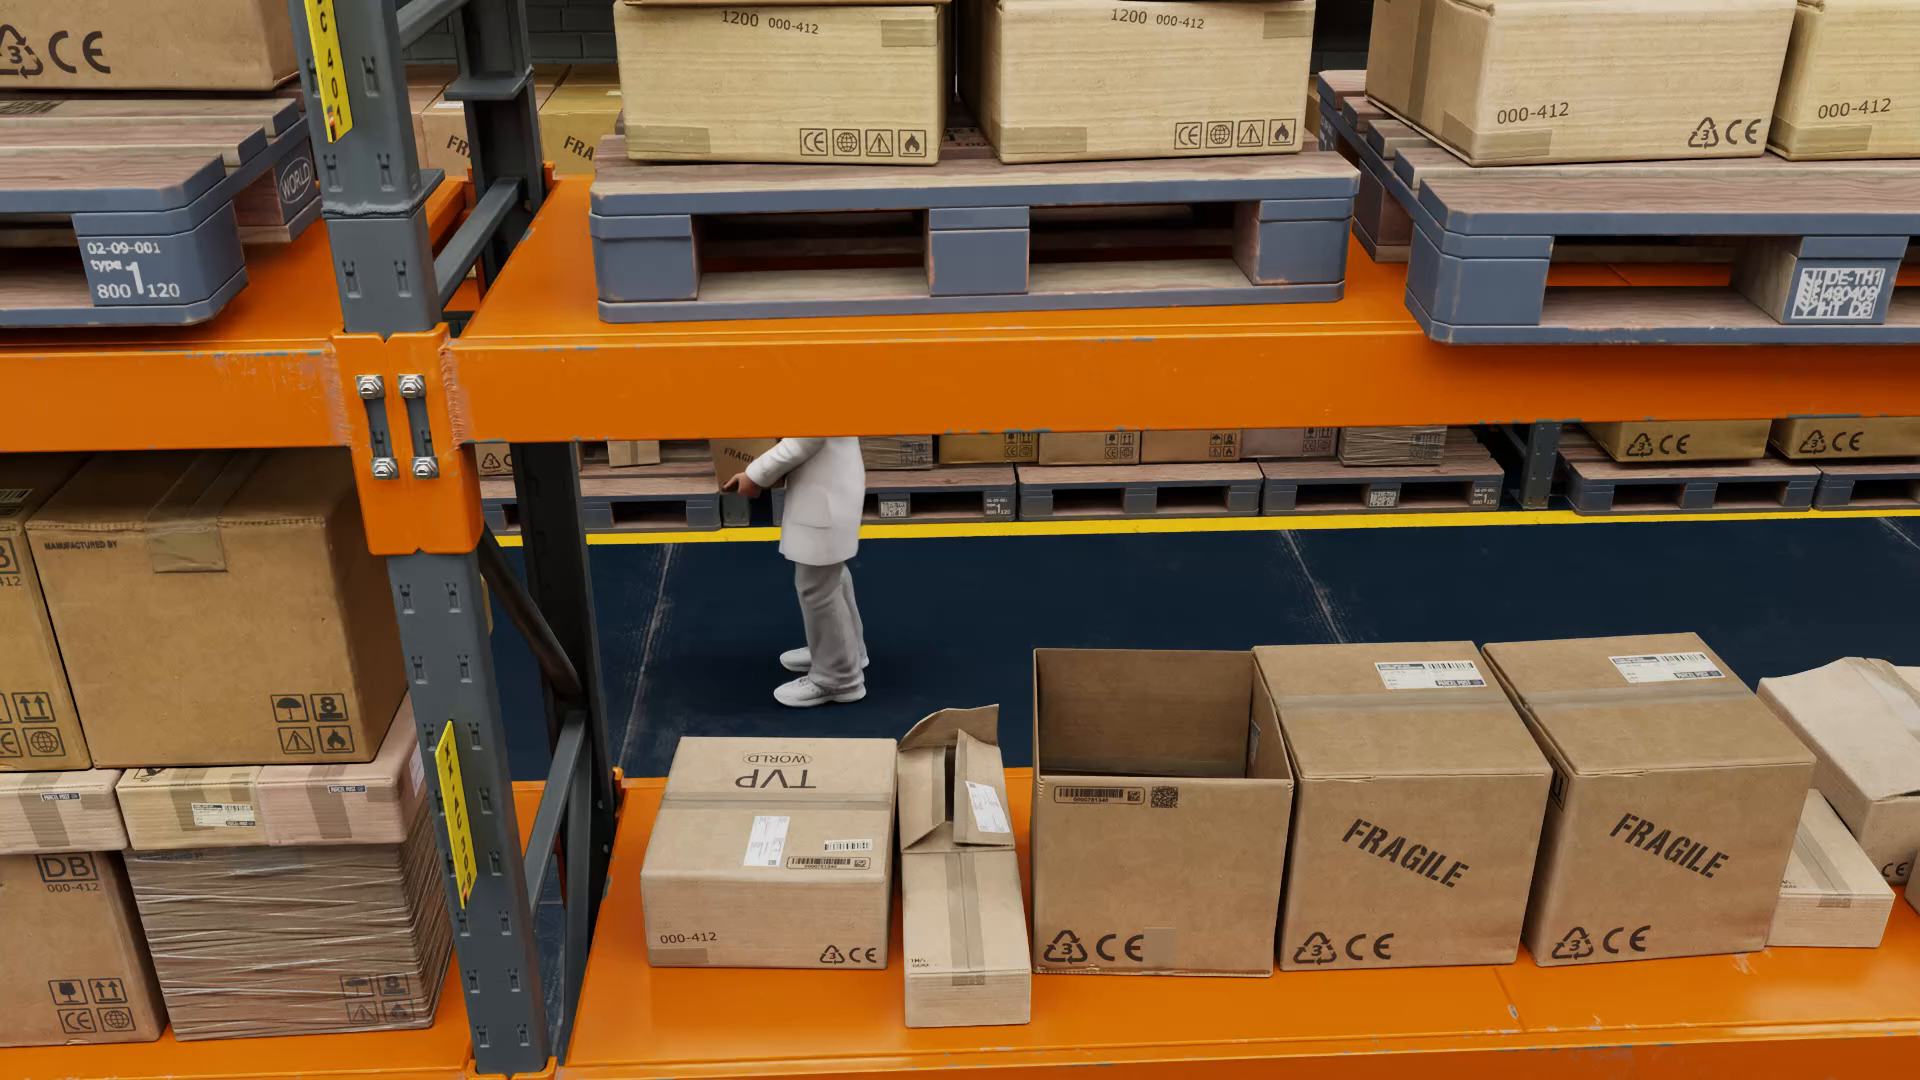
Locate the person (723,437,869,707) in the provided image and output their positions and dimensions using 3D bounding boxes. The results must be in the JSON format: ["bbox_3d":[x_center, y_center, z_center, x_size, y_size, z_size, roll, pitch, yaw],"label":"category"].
[{"bbox_3d":[-0.632,-0.196,6.509,0.552,1.760,0.529,-1,27,-2],"label":"person"}]
